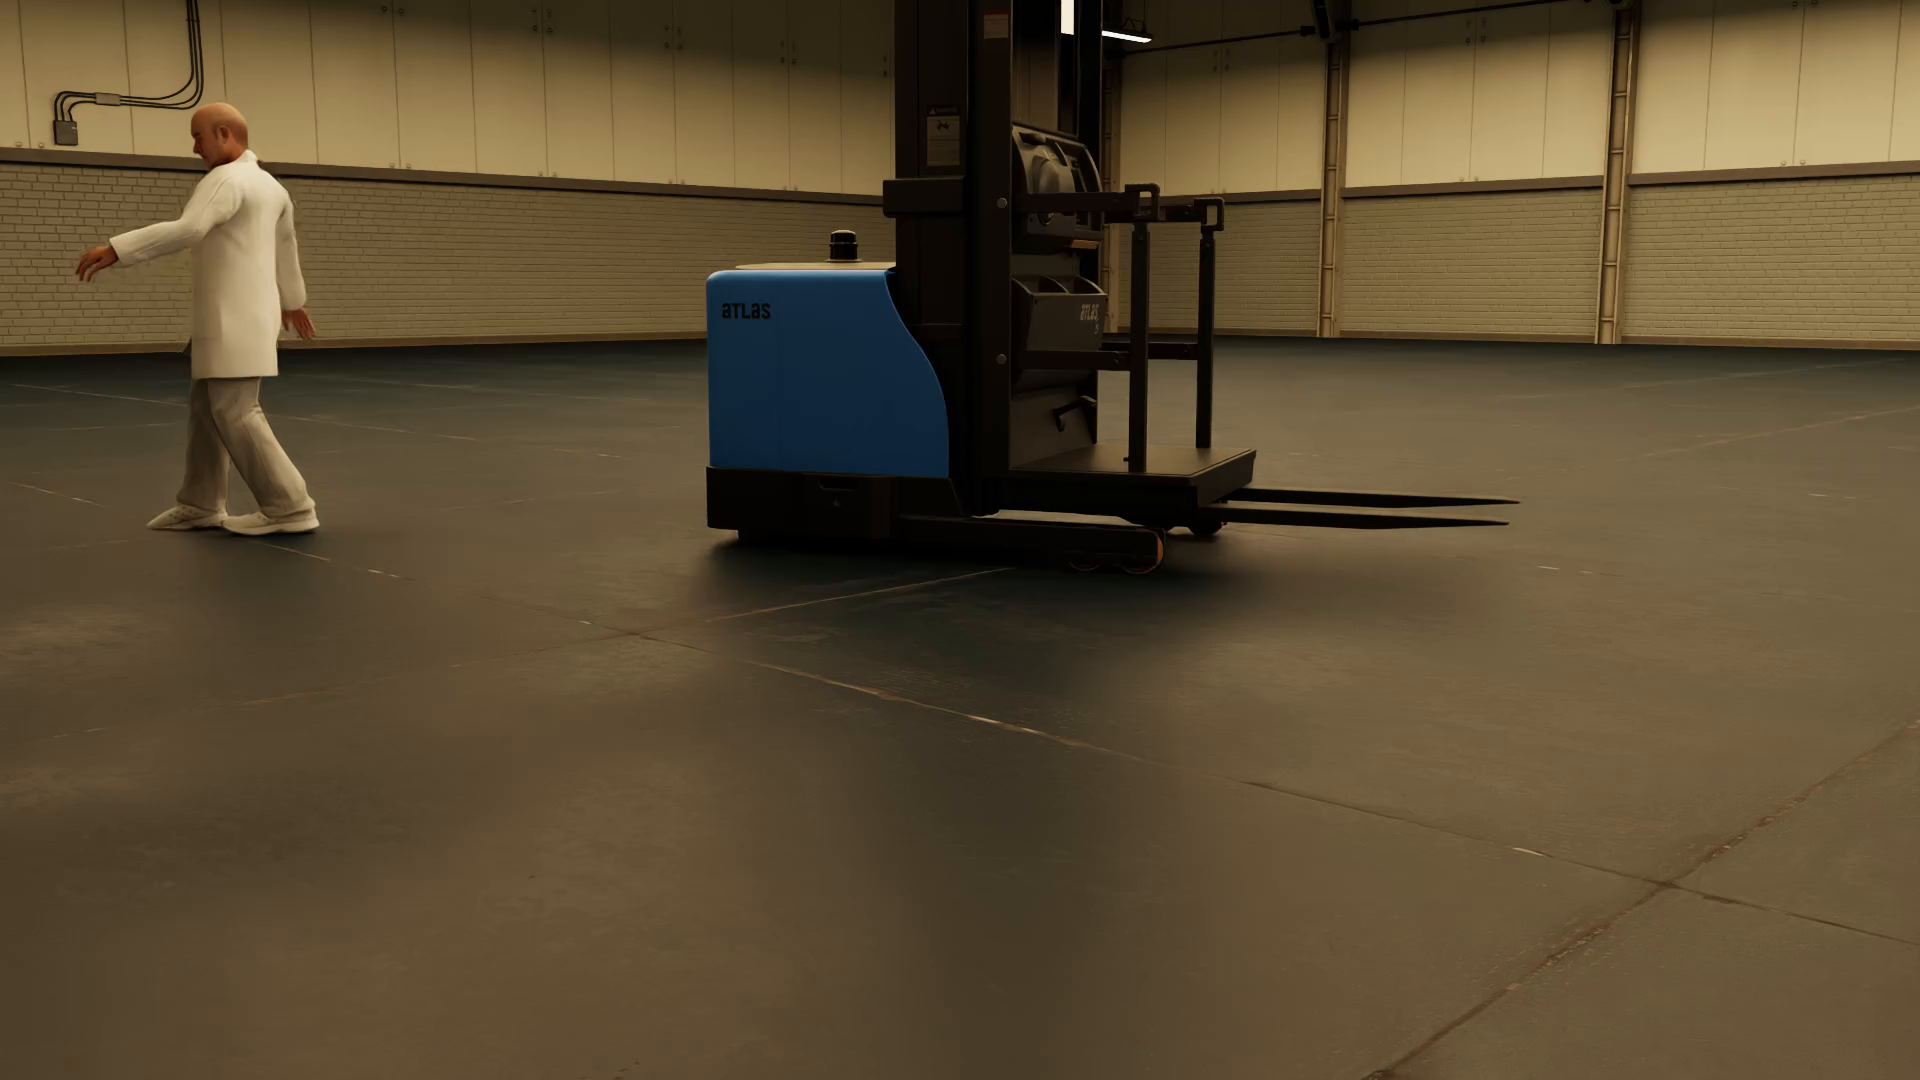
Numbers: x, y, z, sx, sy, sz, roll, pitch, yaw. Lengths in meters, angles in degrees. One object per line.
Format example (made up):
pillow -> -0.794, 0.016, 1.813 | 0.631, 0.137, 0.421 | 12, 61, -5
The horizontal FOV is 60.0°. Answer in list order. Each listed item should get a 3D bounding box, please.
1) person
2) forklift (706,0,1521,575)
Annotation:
person -> -3.066, -0.891, 6.864 | 0.788, 1.773, 1.044 | -1, 9, -4
forklift -> 0.565, -1.416, 6.275 | 3.031, 2.935, 1.130 | 3, 9, 22
